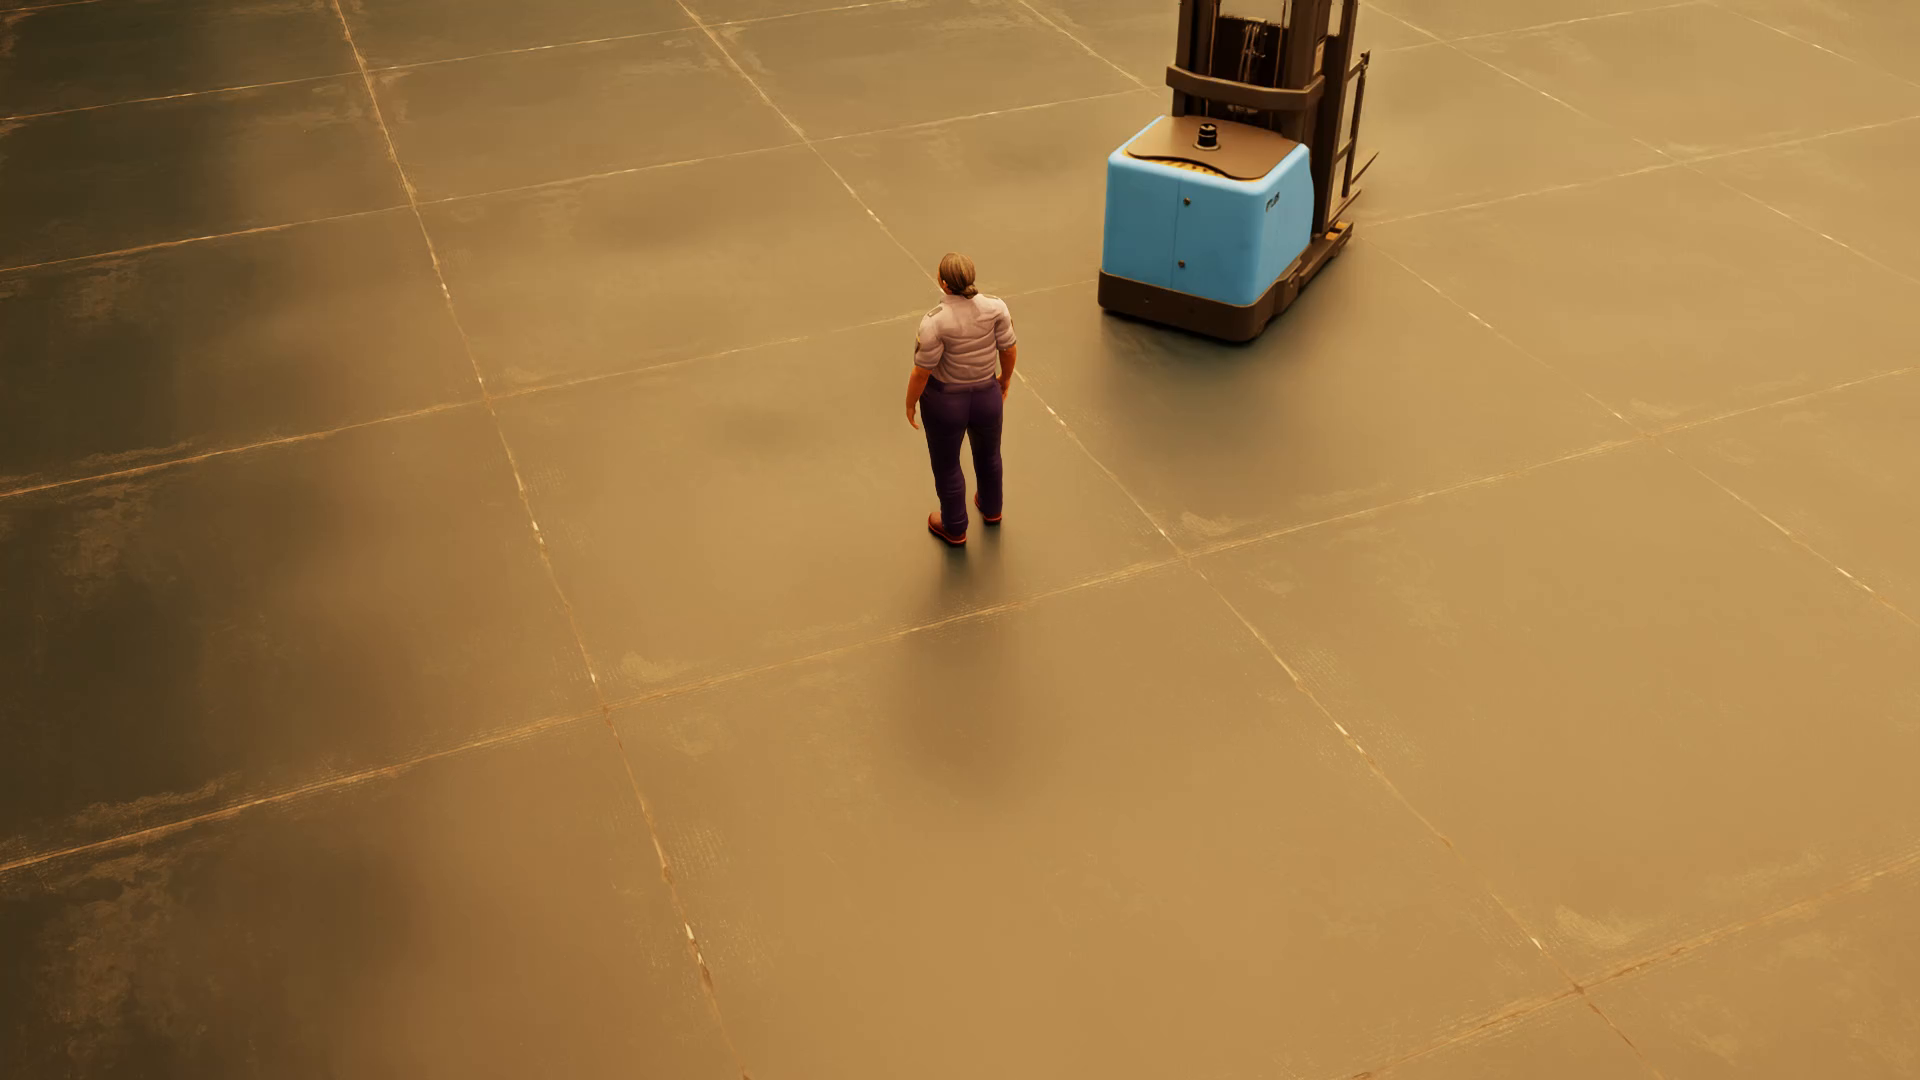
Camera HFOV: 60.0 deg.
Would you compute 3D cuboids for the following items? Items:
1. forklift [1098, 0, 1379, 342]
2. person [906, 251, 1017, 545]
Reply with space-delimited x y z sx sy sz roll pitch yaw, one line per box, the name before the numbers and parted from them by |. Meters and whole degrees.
forklift | 2.053 -3.244 10.660 1.130 2.935 3.031 18 39 24
person | -0.014 -0.730 8.221 0.598 1.651 0.502 -14 38 -19
